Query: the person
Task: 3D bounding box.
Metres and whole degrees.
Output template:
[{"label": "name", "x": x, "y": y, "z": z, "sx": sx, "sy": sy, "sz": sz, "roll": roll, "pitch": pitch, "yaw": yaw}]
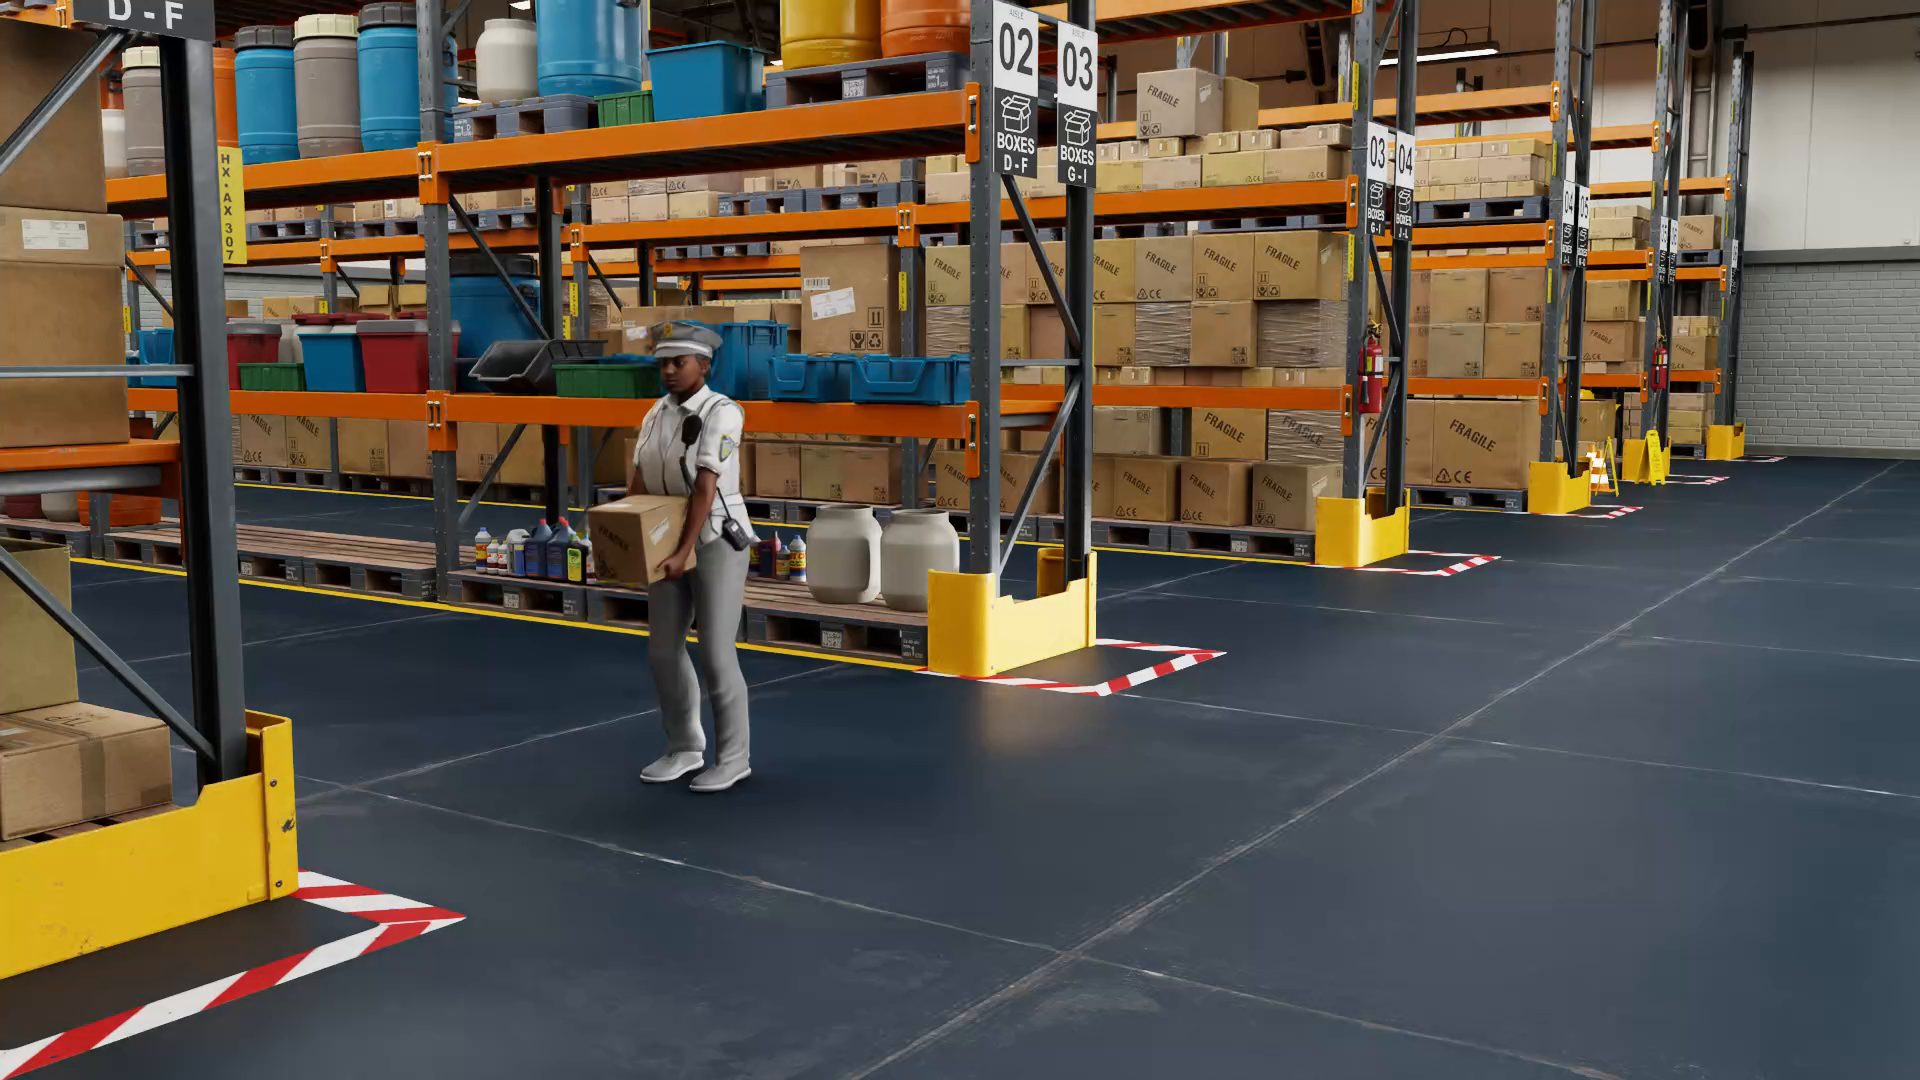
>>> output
[{"label": "person", "x": -0.995, "y": 0.059, "z": 5.958, "sx": 0.416, "sy": 1.677, "sz": 0.537, "roll": 4, "pitch": 8, "yaw": 32}]
